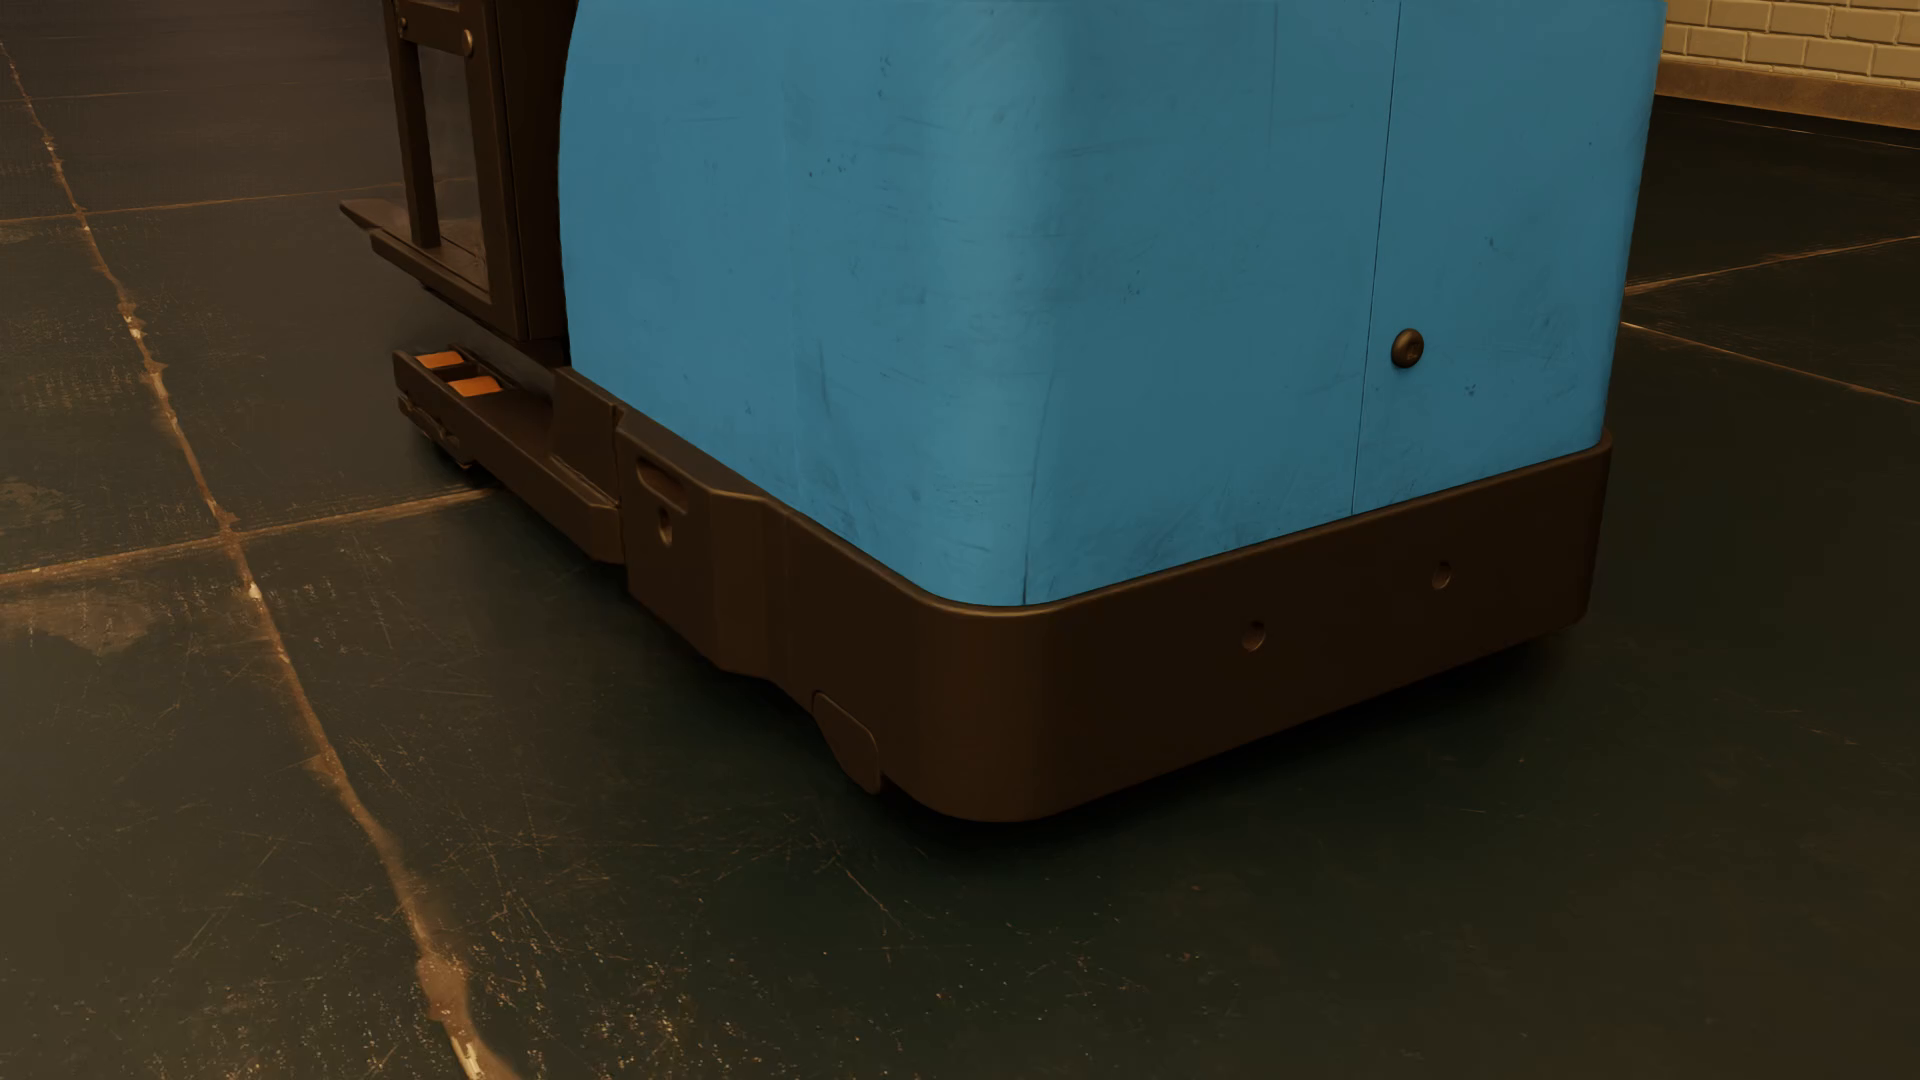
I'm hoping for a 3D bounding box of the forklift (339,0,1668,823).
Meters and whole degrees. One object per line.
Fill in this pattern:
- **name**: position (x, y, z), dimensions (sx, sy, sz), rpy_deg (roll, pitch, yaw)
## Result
- **forklift**: position (-0.391, -1.568, 2.594), dimensions (1.130, 2.935, 3.031), rpy_deg (-14, 26, -31)
